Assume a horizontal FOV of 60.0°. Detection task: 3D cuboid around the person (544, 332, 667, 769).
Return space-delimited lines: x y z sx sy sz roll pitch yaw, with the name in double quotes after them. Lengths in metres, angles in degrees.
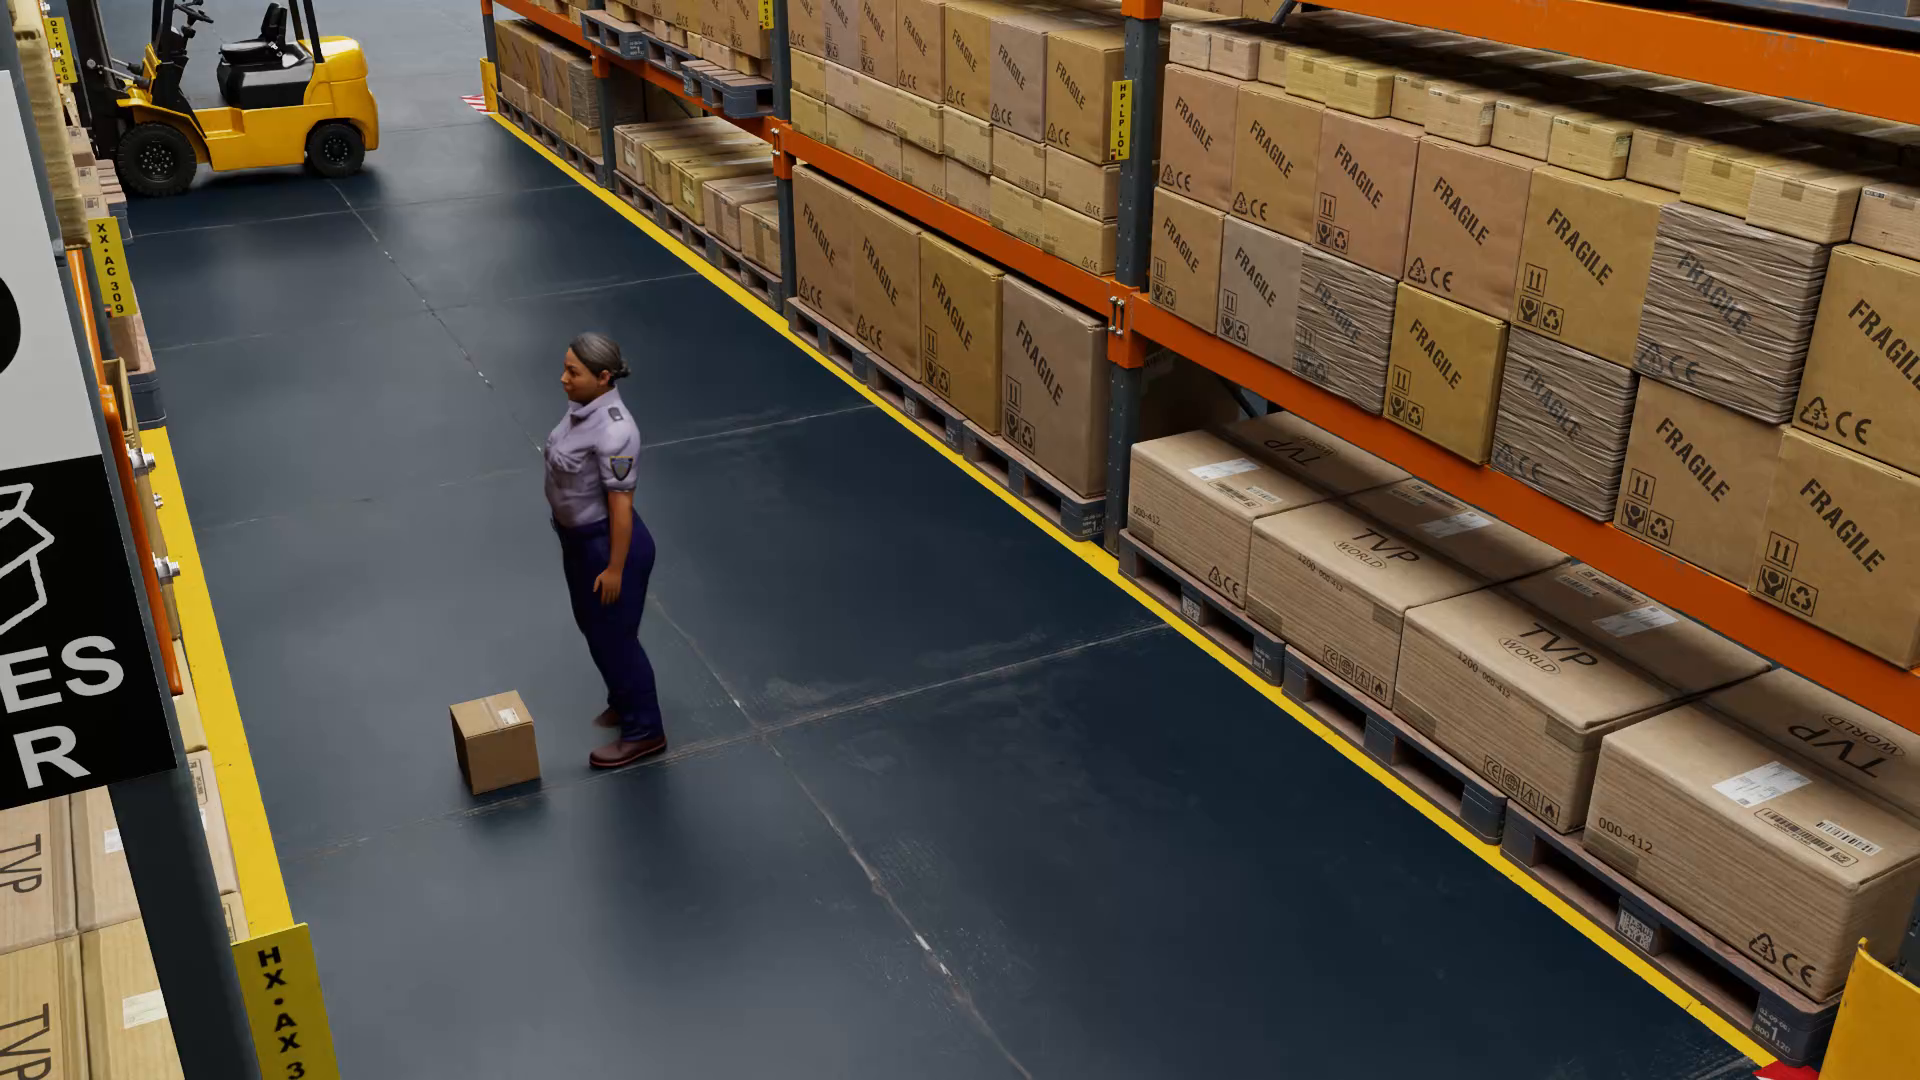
-1.299 0.054 6.068 0.344 1.685 0.467 -12 28 -24 "person"
